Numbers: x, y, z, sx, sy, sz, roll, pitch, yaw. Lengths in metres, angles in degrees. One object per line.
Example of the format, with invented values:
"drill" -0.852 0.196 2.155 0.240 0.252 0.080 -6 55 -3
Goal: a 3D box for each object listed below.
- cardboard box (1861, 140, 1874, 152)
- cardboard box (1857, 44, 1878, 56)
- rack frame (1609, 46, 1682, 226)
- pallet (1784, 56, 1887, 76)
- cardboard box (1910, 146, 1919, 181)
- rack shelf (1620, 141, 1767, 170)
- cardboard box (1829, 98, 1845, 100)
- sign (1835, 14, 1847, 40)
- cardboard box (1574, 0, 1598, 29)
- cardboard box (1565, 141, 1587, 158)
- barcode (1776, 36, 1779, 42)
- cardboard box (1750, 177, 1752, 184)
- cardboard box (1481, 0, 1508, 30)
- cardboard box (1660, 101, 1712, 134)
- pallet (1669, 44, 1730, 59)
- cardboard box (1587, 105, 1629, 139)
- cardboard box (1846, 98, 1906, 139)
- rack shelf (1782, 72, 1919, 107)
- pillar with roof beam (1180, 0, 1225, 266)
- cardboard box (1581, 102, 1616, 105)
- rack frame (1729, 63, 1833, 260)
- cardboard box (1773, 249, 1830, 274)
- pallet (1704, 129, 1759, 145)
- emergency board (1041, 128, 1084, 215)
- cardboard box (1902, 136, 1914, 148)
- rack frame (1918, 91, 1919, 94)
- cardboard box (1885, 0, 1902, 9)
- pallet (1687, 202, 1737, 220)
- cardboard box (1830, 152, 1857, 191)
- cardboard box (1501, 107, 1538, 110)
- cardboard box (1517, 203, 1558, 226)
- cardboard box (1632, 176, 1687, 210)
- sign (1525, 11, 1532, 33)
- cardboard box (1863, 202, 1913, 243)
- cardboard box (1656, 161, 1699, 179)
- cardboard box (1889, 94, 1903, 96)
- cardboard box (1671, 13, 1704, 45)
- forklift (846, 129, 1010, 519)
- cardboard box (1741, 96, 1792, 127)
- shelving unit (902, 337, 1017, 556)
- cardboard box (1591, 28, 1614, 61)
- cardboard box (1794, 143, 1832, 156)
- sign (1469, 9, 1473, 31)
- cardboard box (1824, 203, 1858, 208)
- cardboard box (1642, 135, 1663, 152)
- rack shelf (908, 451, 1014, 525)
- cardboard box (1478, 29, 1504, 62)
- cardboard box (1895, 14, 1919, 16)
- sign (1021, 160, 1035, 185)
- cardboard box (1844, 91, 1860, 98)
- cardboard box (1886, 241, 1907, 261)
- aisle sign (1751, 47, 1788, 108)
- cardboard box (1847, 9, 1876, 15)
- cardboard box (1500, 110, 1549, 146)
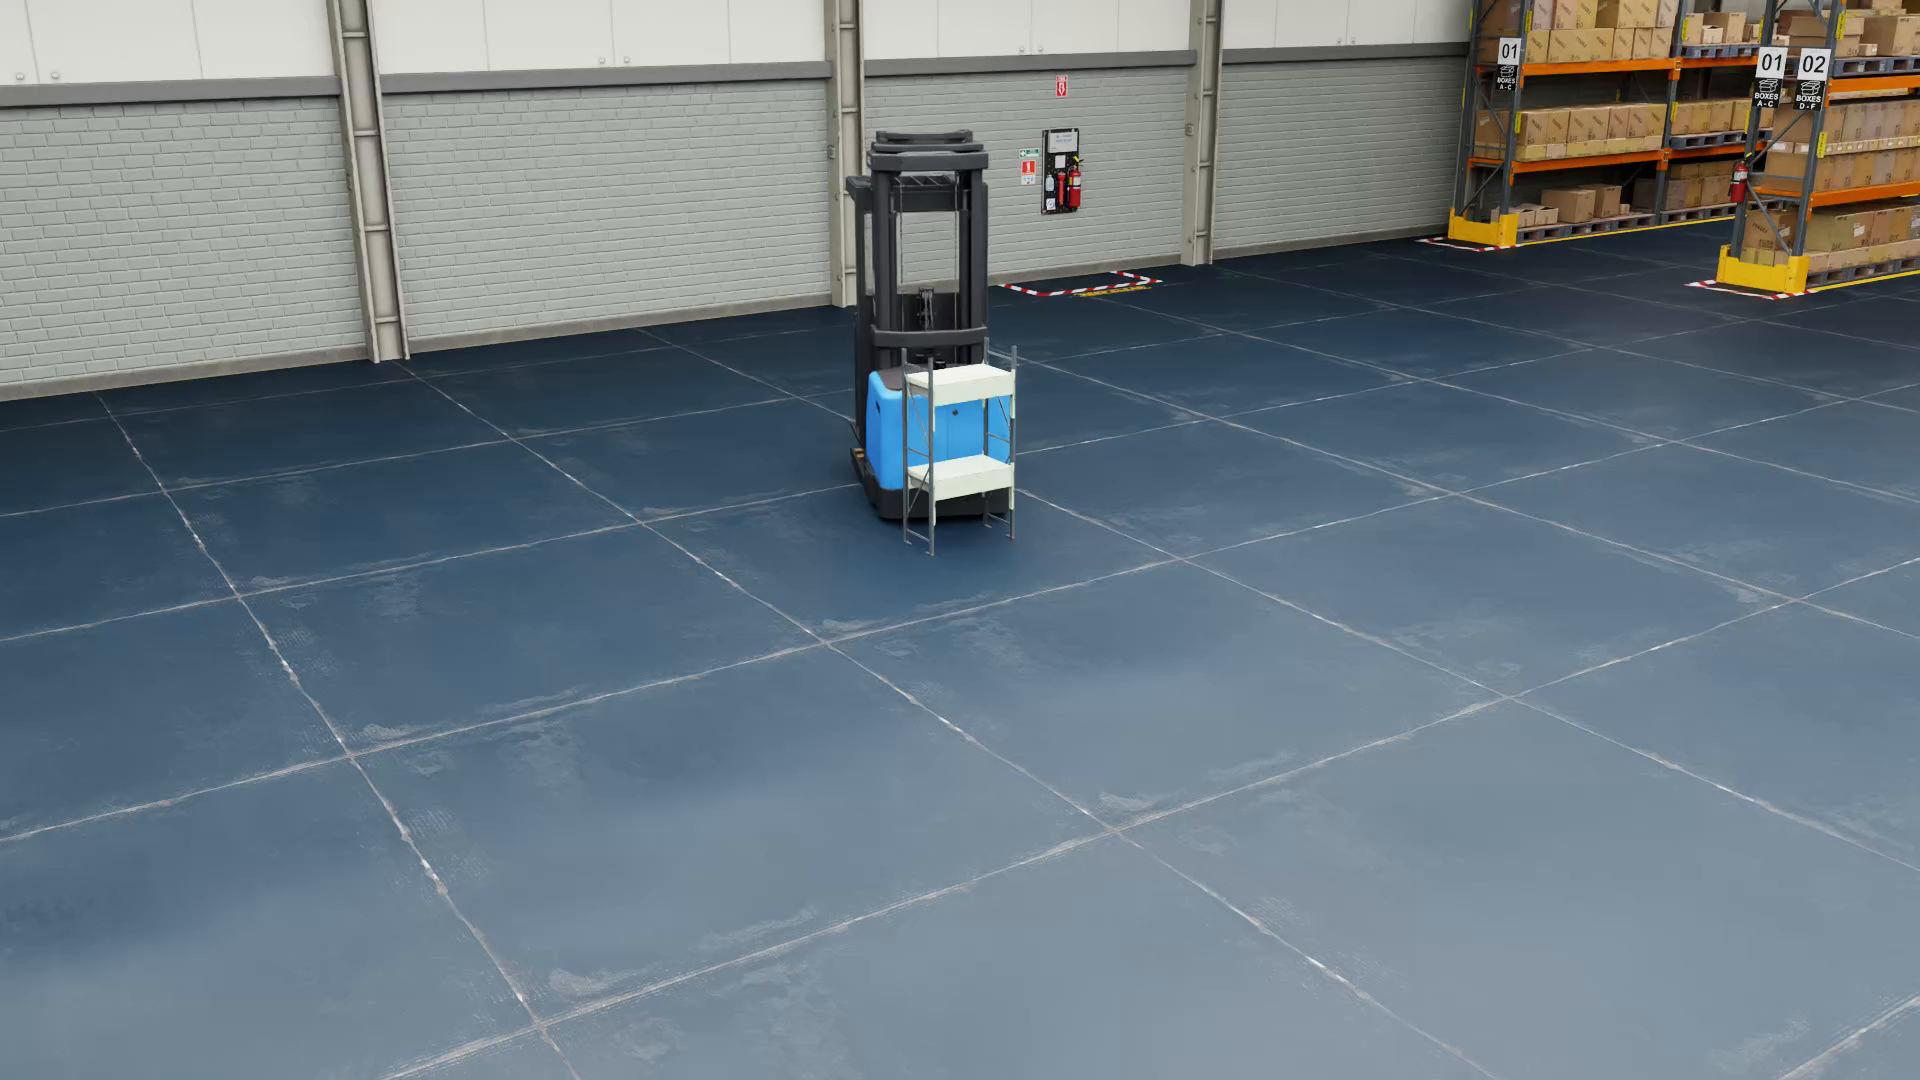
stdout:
"cardboard box" 12.492 -5.516 23.208 0.250 0.149 0.380 -13 23 -33
"cardboard box" 12.264 -6.695 22.699 0.250 0.149 0.380 -12 22 -31
"rack frame" 11.798 -6.996 28.756 0.127 3.000 1.000 -12 22 -31
"pallet" 11.790 -6.464 22.637 1.213 0.211 1.003 -12 22 -31
"cardboard box" 13.721 -5.545 24.307 0.500 0.500 0.700 -12 22 -32
"rack shelf" 13.468 -7.008 29.914 4.000 0.370 1.077 -12 22 -31
"cardboard box" 16.128 -8.006 31.090 0.500 0.500 0.500 -11 22 -30
"sign" 11.485 -6.691 21.680 0.005 0.325 0.100 -12 22 -31
"cardboard box" 9.781 -8.414 26.518 0.500 0.500 0.500 -11 22 -30
"cardboard box" 9.894 -6.415 27.239 0.500 0.250 0.500 -12 22 -32
"barcode" 11.172 -6.846 22.720 0.075 0.075 0.001 -12 22 -31
"cardboard box" 14.072 -6.525 30.577 0.500 0.500 0.700 -12 22 -31
"cardboard box" 8.674 -8.389 26.444 0.500 0.500 0.500 -11 21 -29
"cardboard box" 12.713 -7.429 29.193 0.500 0.500 0.700 -9 21 -26
"pallet" 12.372 -8.409 28.543 1.003 0.211 1.213 -12 22 -31
"cardboard box" 10.733 -6.949 27.648 0.500 0.500 0.500 -13 22 -33
"cardboard box" 12.901 -5.989 23.594 0.500 0.500 0.700 -12 22 -31
"rack shelf" 12.855 -6.400 23.432 4.000 0.370 1.077 -12 22 -31
"pillar with roof beam" 5.923 -7.280 20.228 0.400 9.000 9.100 -12 22 -31
"cardboard box" 10.856 -7.173 28.311 0.500 0.500 0.500 -12 22 -32
"rack frame" 11.185 -4.968 22.755 0.127 3.000 1.000 -12 22 -31
"cardboard box" 11.755 -3.899 23.231 0.500 0.250 0.500 -12 22 -31
"pallet" 13.508 -7.251 29.807 1.213 0.211 1.003 -12 22 -31
"emergency board" 1.470 -5.165 23.338 0.643 1.169 0.194 -12 22 -31
"cardboard box" 13.355 -5.698 23.747 0.250 0.149 0.380 -11 22 -30
"rack frame" 18.479 -8.406 32.924 0.127 3.000 1.000 -12 22 -31
"cardboard box" 17.672 -10.318 31.883 0.500 0.250 0.500 -10 21 -28
"pallet" 13.467 -6.029 30.249 1.213 0.211 1.003 -12 22 -31
"cardboard box" 12.018 -5.187 23.249 0.500 0.500 0.700 -11 22 -30
"cardboard box" 9.160 -6.811 27.241 0.500 0.500 0.500 -12 22 -31
"cardboard box" 9.561 -5.425 27.619 0.500 0.311 0.500 -10 21 -27
"cardboard box" 12.404 -6.155 29.483 0.500 0.500 0.700 -11 22 -30
"sign" 8.756 -7.982 25.623 0.005 0.325 0.100 -12 22 -31
"cardboard box" 13.419 -4.610 24.163 0.500 0.500 0.500 -12 22 -31
"cardboard box" 12.769 -6.589 29.595 0.500 0.250 0.500 -12 22 -33
"cardboard box" 17.812 -8.362 32.144 0.500 0.500 0.500 -12 22 -31
"cardboard box" 12.299 -8.739 28.414 0.500 0.500 0.500 -9 20 -24
"forklift" -0.357 -1.985 14.041 1.130 2.935 3.031 -3 19 -10
"cardboard box" 14.752 -7.871 30.501 0.500 0.500 0.700 -15 24 -38
"shelving unit" -0.006 -0.709 12.501 0.755 1.500 0.431 -12 22 -31
"cardboard box" 10.209 -8.039 26.970 0.500 0.500 0.500 -10 21 -28
"cardboard box" 11.631 -5.334 22.669 0.250 0.149 0.380 -12 22 -32
"sign" 8.169 -8.284 26.500 0.005 0.325 0.100 -12 22 -31
"cardboard box" 12.714 -4.661 24.315 0.500 0.500 0.500 -12 22 -31
"cardboard box" 11.569 -6.770 28.290 0.500 0.250 0.500 -12 22 -31
"rack shelf" -0.006 -0.400 12.606 0.720 0.370 0.431 -12 22 -31
"cardboard box" 8.667 -7.911 26.590 0.500 0.500 0.500 -10 21 -28
"cardboard box" 13.960 -7.388 24.199 0.500 0.500 0.500 -10 21 -27
"sign" 0.952 -5.112 23.126 0.234 0.329 0.001 -12 22 -31
"cardboard box" 16.524 -8.449 31.230 0.500 0.250 0.500 -12 22 -31
"cardboard box" 13.426 -4.251 24.273 0.500 0.250 0.500 -12 22 -31
"aisle sign" 10.968 -6.266 22.537 0.004 0.787 0.394 -12 22 -31
"cardboard box" 16.801 -9.770 31.434 0.500 0.500 0.700 -12 22 -31
"cardboard box" 9.021 -6.589 26.584 0.500 0.500 0.500 -12 22 -31
